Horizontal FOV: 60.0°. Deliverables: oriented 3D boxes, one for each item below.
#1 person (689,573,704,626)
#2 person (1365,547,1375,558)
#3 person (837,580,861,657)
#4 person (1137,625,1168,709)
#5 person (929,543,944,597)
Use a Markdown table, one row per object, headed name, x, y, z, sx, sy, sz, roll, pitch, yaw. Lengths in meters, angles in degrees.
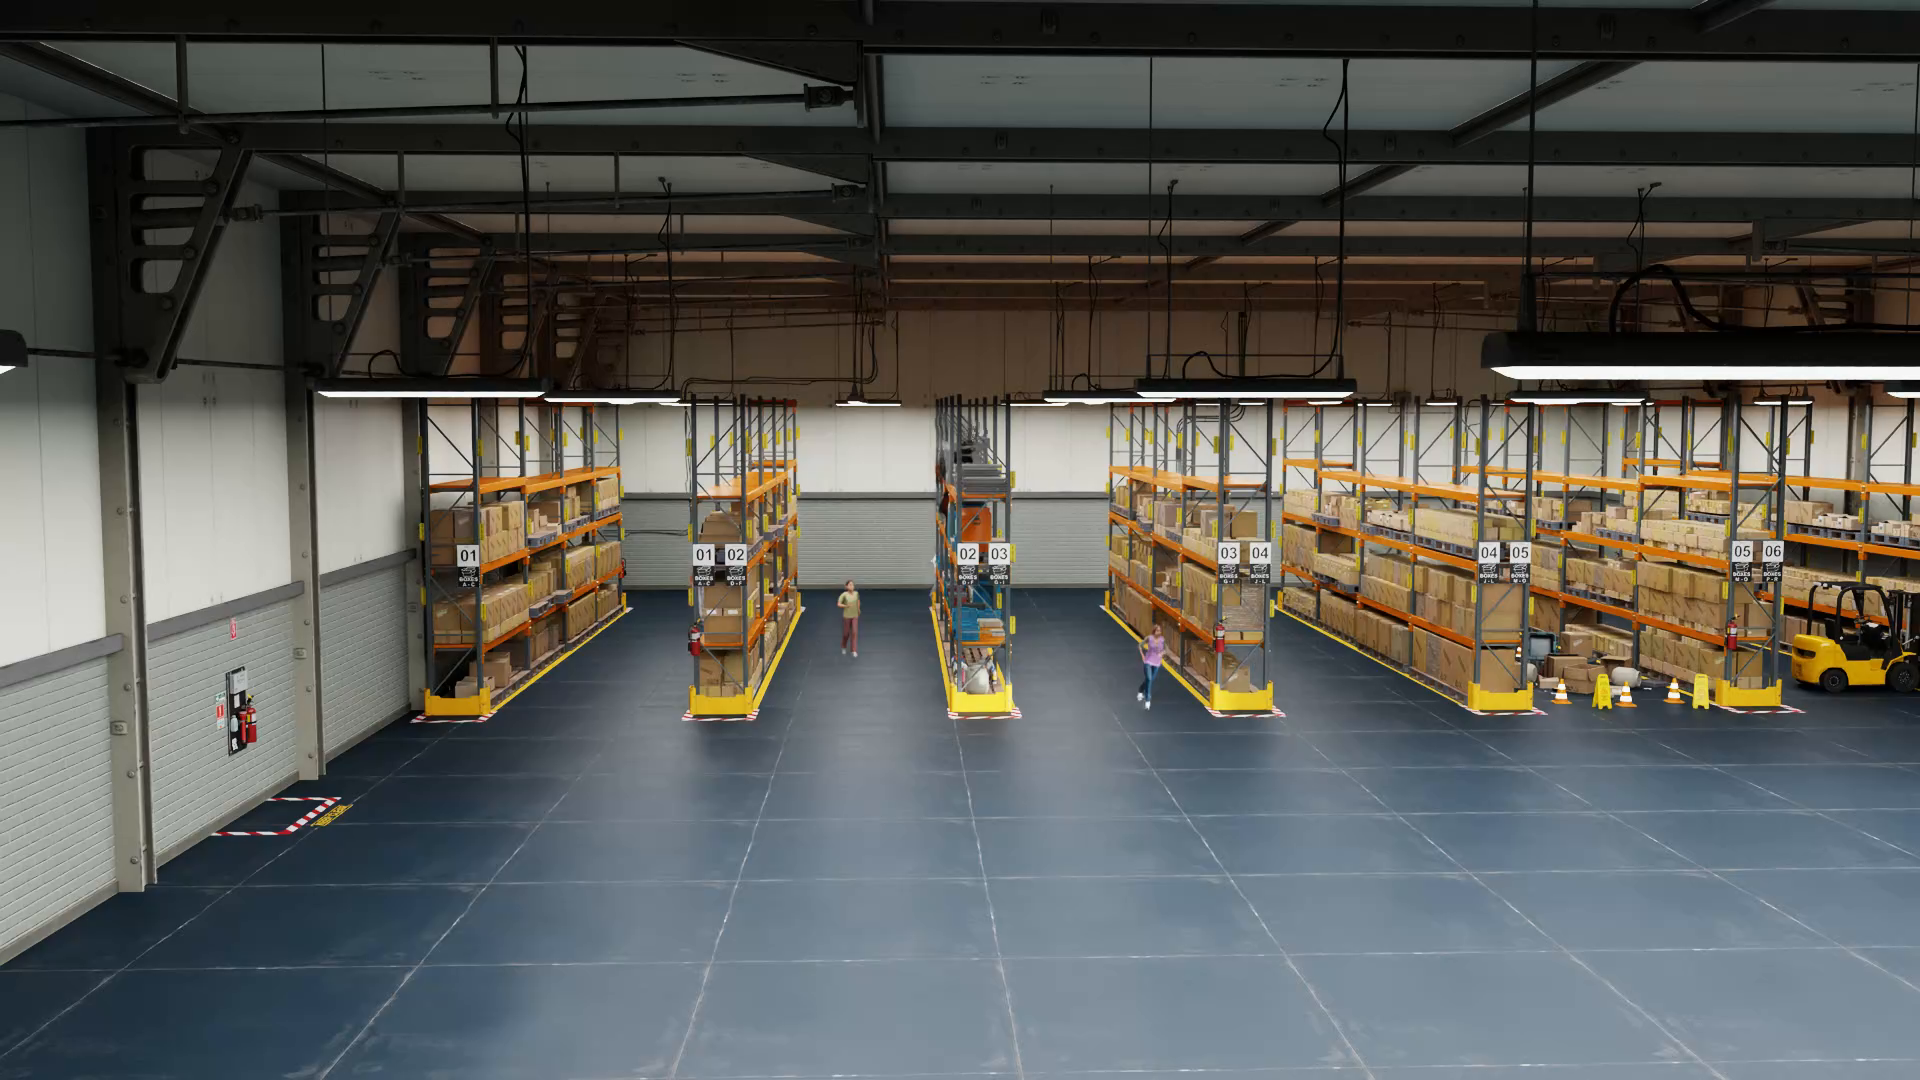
| name | x | y | z | sx | sy | sz | roll | pitch | yaw |
| --- | --- | --- | --- | --- | --- | --- | --- | --- | --- |
| person | -6.834 | 1.421 | 44.069 | 0.655 | 1.711 | 0.801 | 0 | 4 | 0 |
| person | 12.006 | 1.038 | 49.070 | 0.545 | 1.651 | 0.609 | -1 | 5 | -14 |
| person | -2.430 | 1.724 | 36.696 | 0.592 | 1.688 | 0.846 | -2 | 5 | -22 |
| person | 3.726 | 2.425 | 32.167 | 0.561 | 1.615 | 0.784 | -1 | 5 | -15 |
| person | -0.550 | 0.979 | 49.641 | 0.747 | 1.749 | 0.577 | 0 | 4 | 2 |
